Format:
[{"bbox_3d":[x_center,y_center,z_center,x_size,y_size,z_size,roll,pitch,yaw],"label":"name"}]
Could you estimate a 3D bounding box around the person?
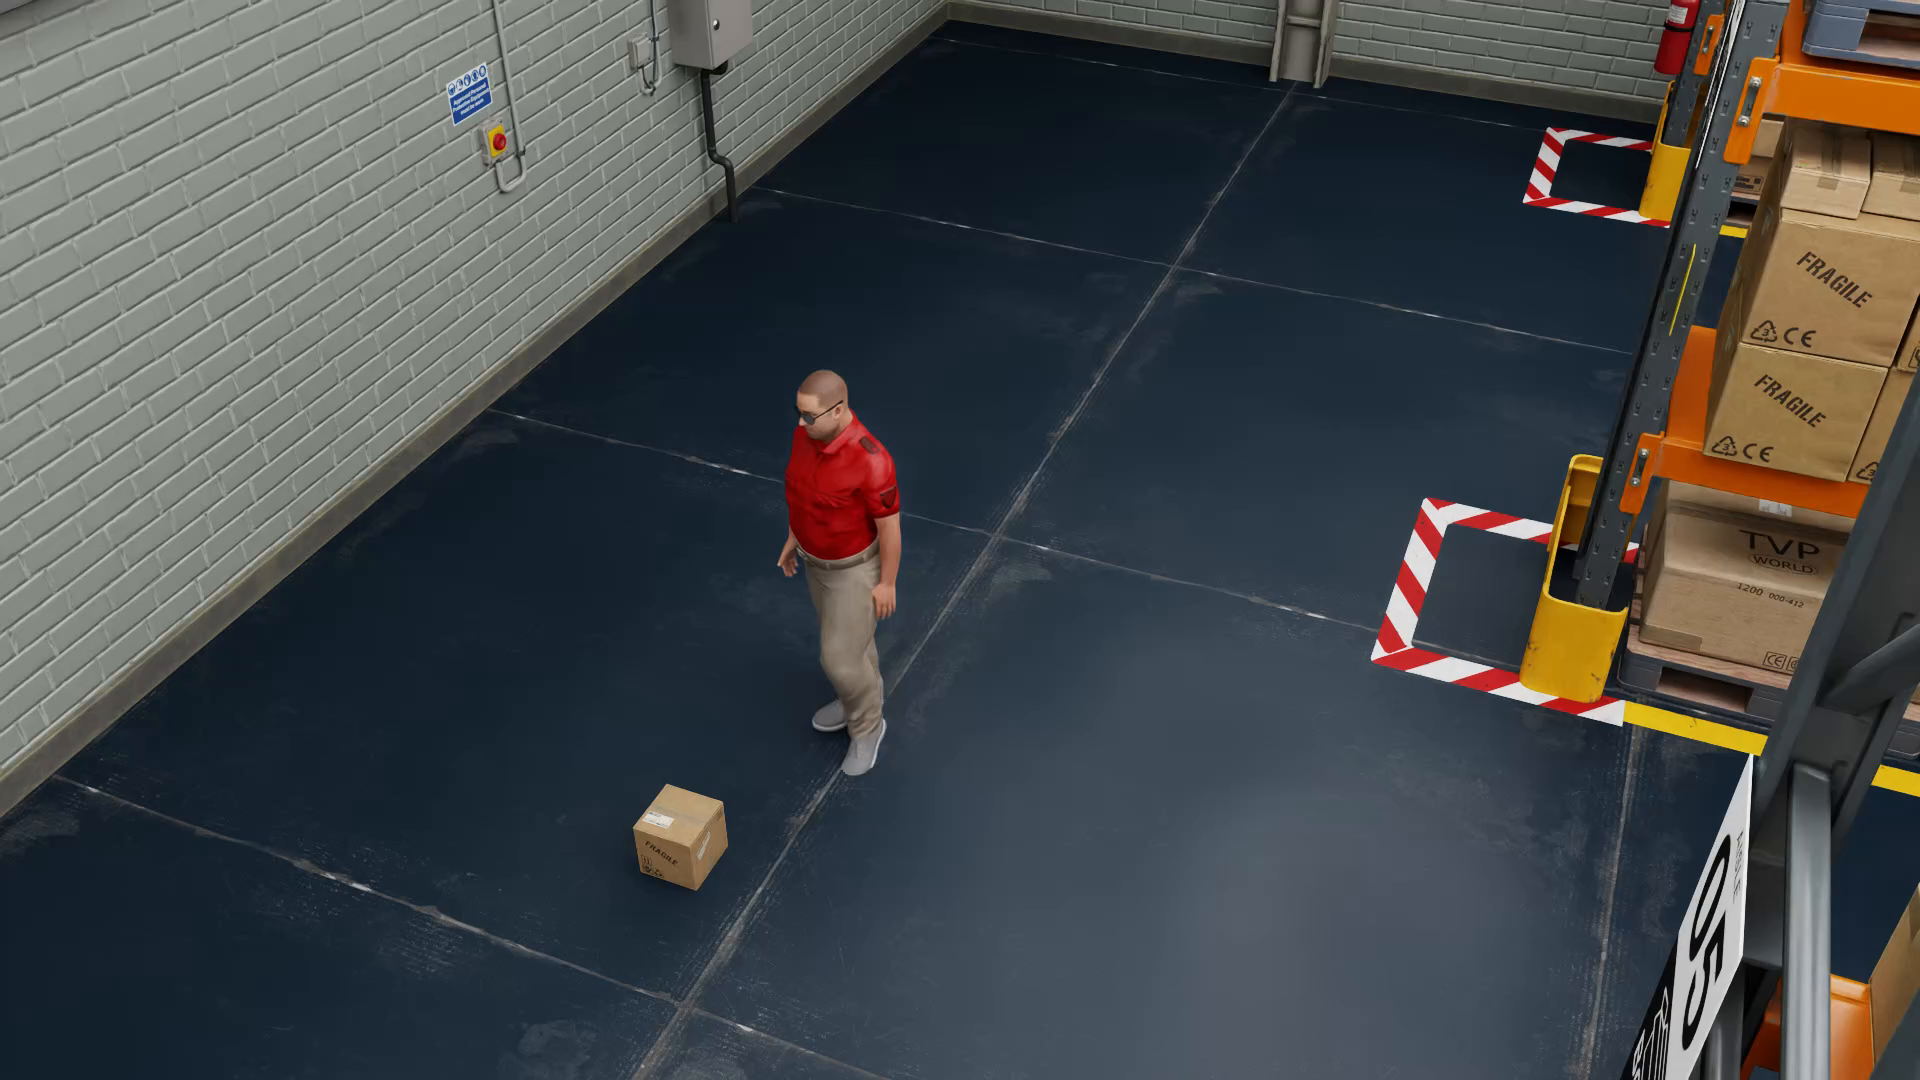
[{"bbox_3d":[-0.472,0.121,6.545,0.372,1.793,0.558,-24,43,-28],"label":"person"}]
